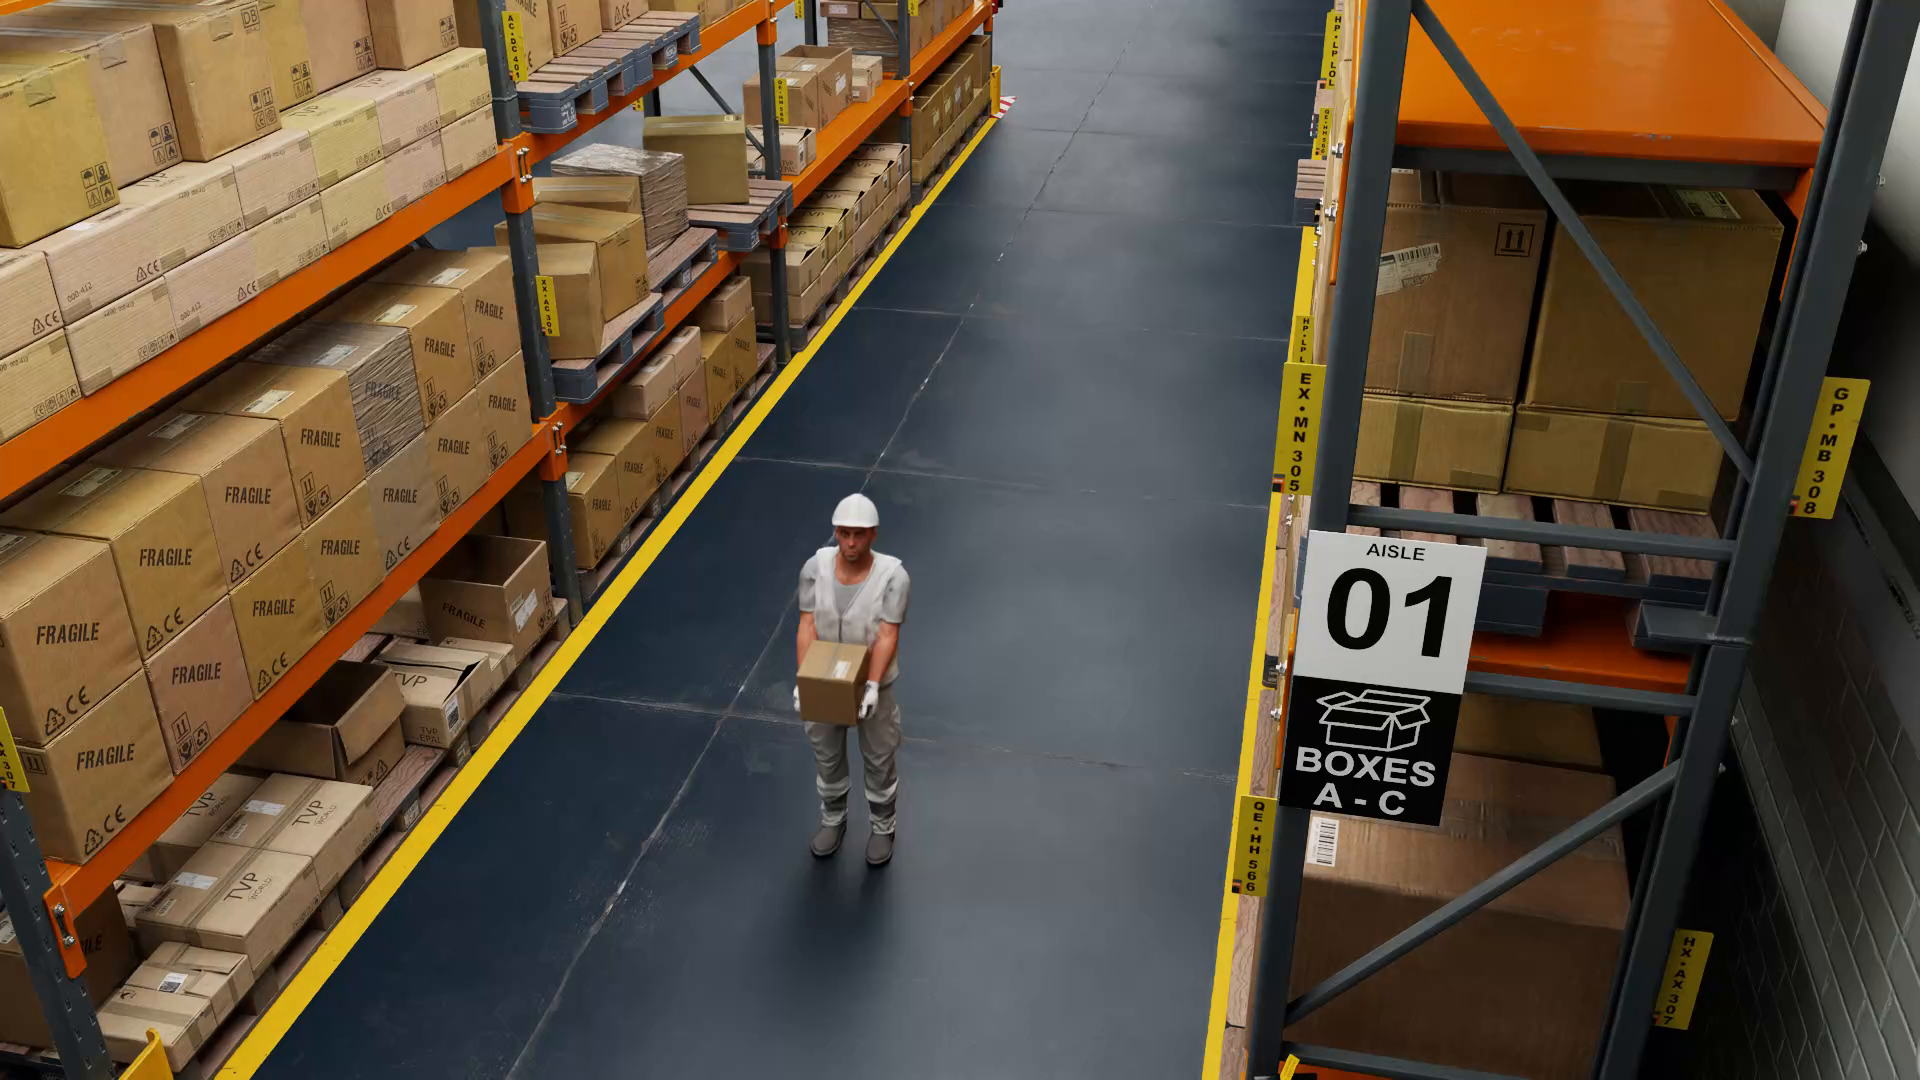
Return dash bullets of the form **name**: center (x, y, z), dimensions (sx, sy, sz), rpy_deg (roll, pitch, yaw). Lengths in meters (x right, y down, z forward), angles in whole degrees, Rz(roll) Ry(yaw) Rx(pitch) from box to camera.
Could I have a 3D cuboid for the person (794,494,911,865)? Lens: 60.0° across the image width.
- **person**: center (-0.489, 0.674, 7.361), dimensions (0.500, 1.786, 0.560), rpy_deg (6, 29, 11)
